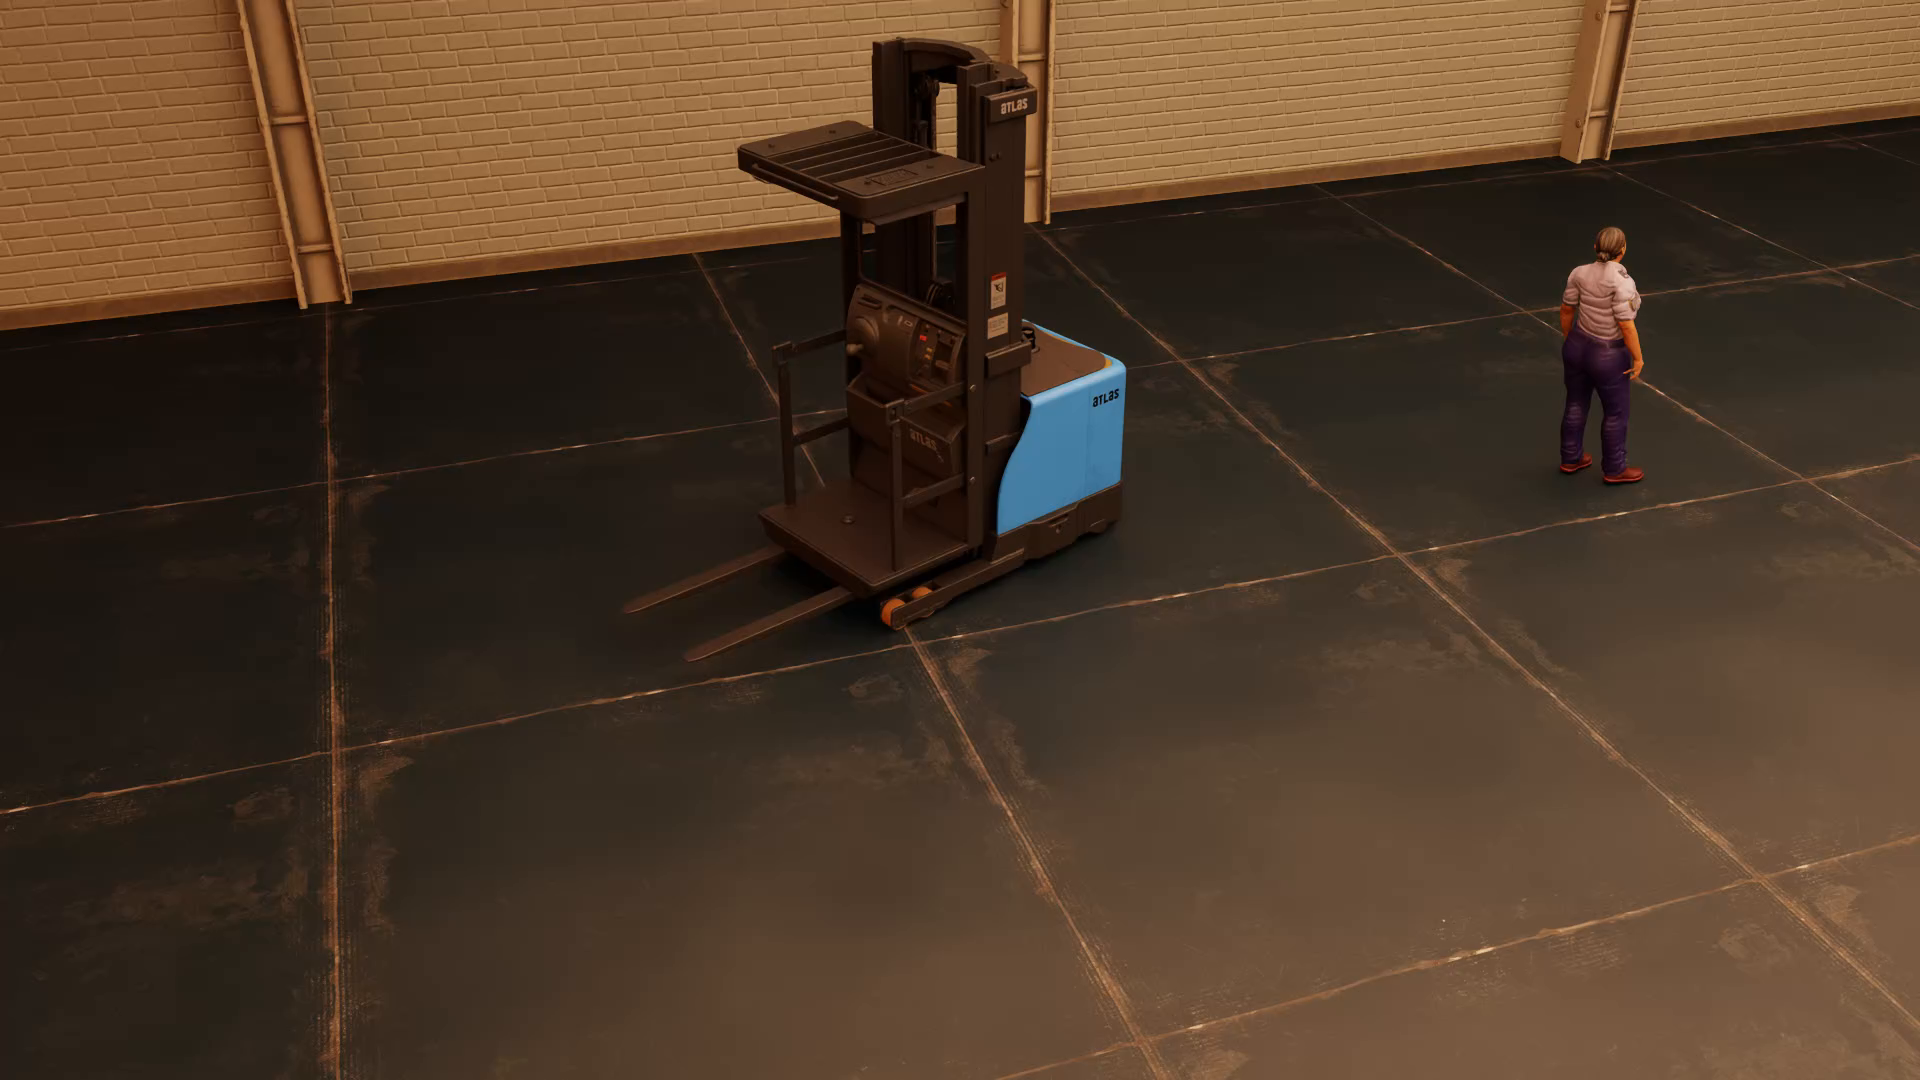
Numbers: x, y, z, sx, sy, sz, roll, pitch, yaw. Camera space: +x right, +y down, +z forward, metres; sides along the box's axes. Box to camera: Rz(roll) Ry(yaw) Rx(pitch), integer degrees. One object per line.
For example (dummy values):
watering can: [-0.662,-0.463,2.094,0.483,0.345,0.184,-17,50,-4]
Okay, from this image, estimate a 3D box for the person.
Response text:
person: [4.055,-1.171,10.394,0.502,1.651,0.597,-18,35,-29]

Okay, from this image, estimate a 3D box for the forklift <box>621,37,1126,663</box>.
forklift: [-0.461,-1.072,8.951,3.031,2.935,1.130,-23,37,-34]
